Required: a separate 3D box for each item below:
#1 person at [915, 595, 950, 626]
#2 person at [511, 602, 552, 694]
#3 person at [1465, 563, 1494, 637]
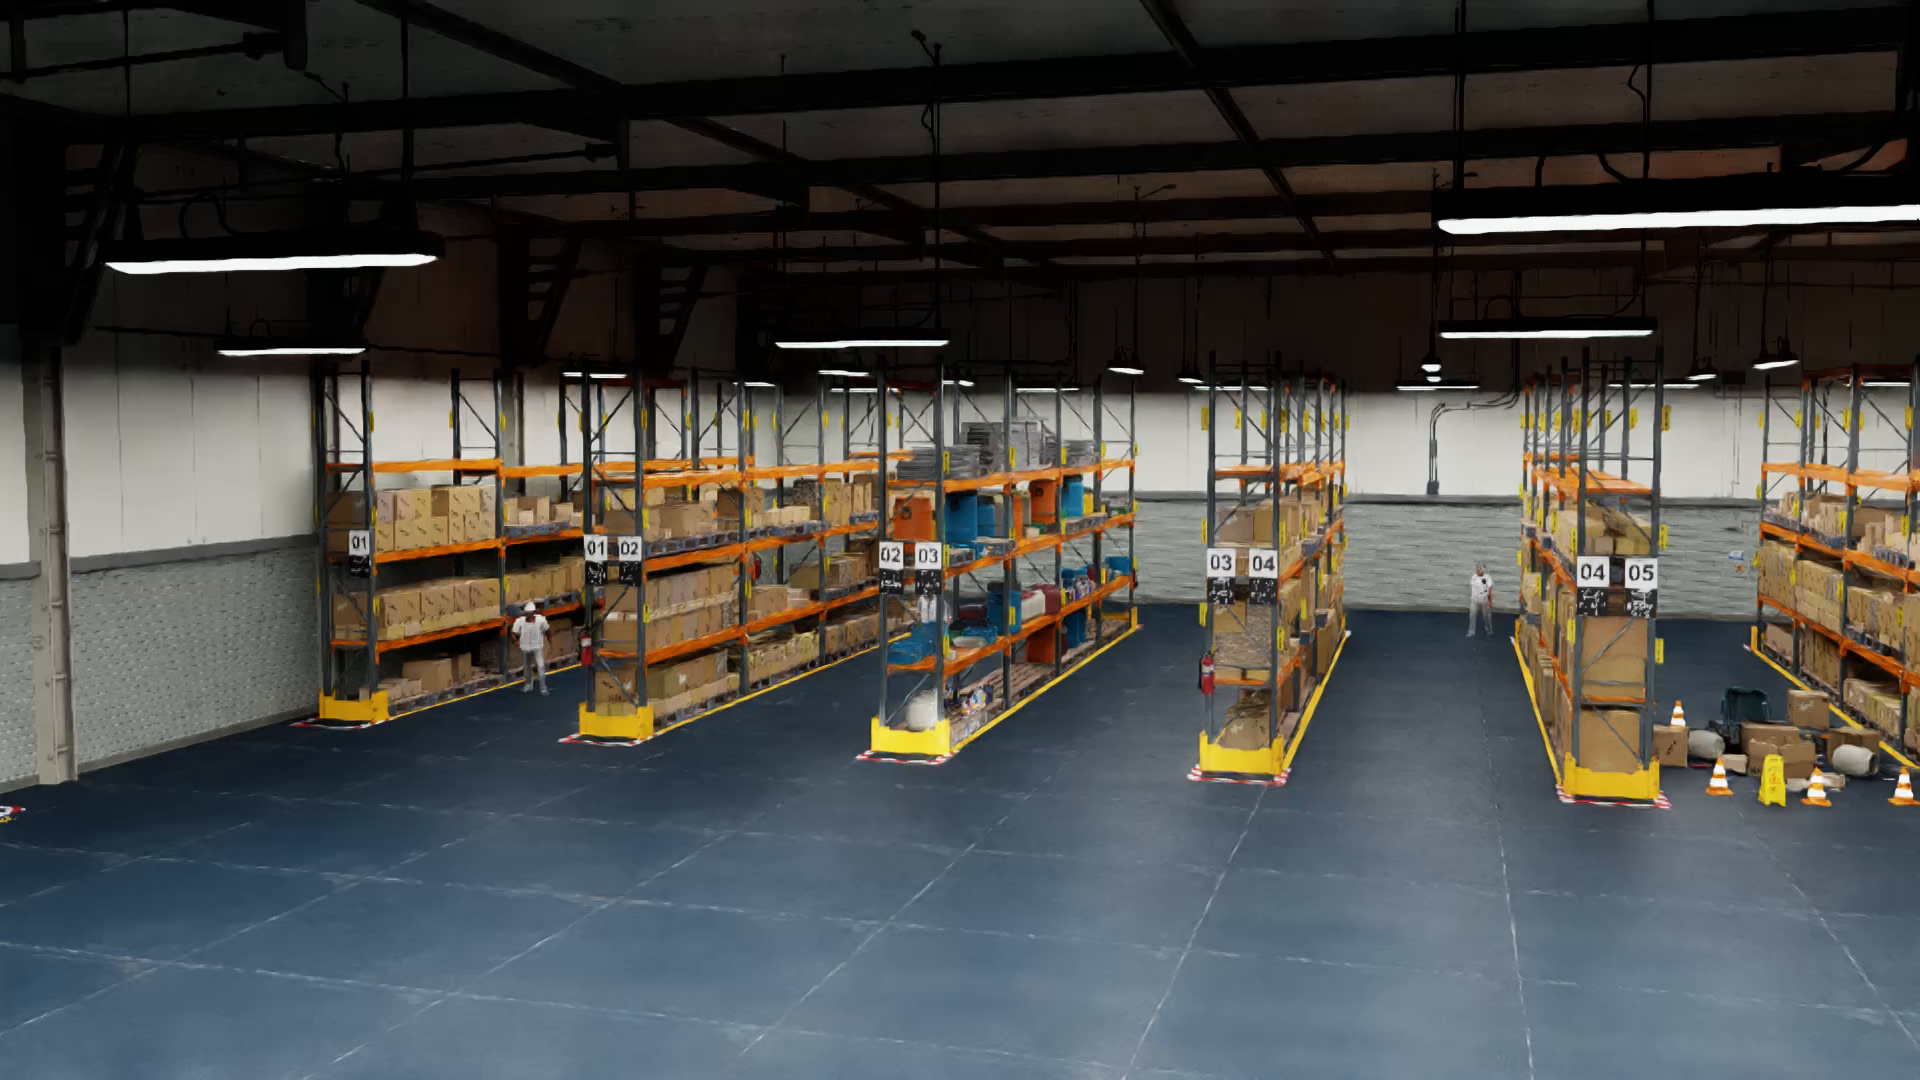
[{"bbox_3d":[-0.586,1.687,34.394,0.680,1.702,0.866,2,4,21],"label":"person"},{"bbox_3d":[-7.834,1.968,30.457,0.713,1.698,0.809,0,4,-2],"label":"person"},{"bbox_3d":[12.098,1.385,38.556,0.544,1.731,0.943,3,5,36],"label":"person"}]
